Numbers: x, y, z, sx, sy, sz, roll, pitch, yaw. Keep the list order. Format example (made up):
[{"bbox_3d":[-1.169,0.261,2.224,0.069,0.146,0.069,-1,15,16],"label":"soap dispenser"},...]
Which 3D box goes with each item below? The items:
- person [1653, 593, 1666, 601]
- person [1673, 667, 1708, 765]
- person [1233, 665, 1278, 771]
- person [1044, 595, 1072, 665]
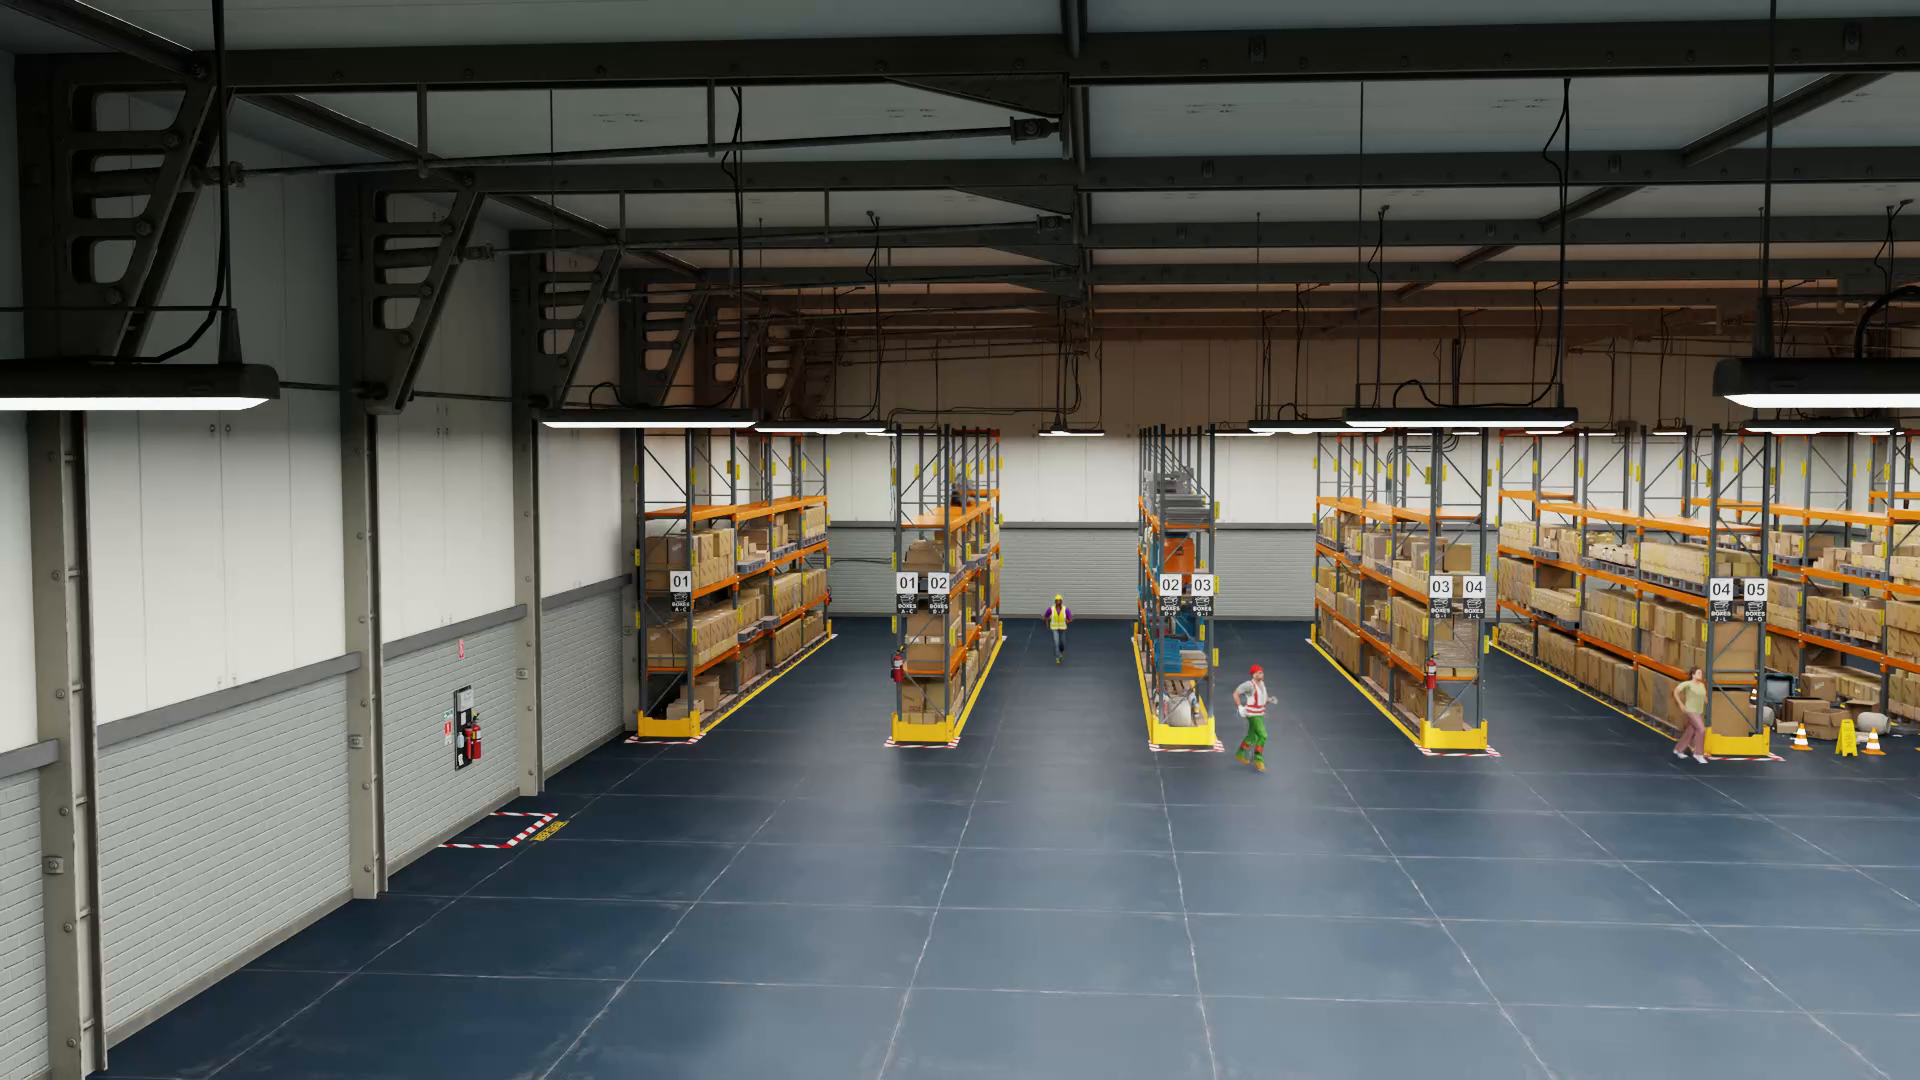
[{"bbox_3d":[19.816,1.987,47.104,0.741,1.813,0.687,0,3,-3],"label":"person"},{"bbox_3d":[13.019,3.081,29.473,0.565,1.685,0.740,-2,4,-30],"label":"person"},{"bbox_3d":[5.130,3.081,28.898,0.787,1.844,0.636,3,4,38],"label":"person"},{"bbox_3d":[2.501,2.279,42.336,0.714,1.740,0.856,0,3,-2],"label":"person"}]
